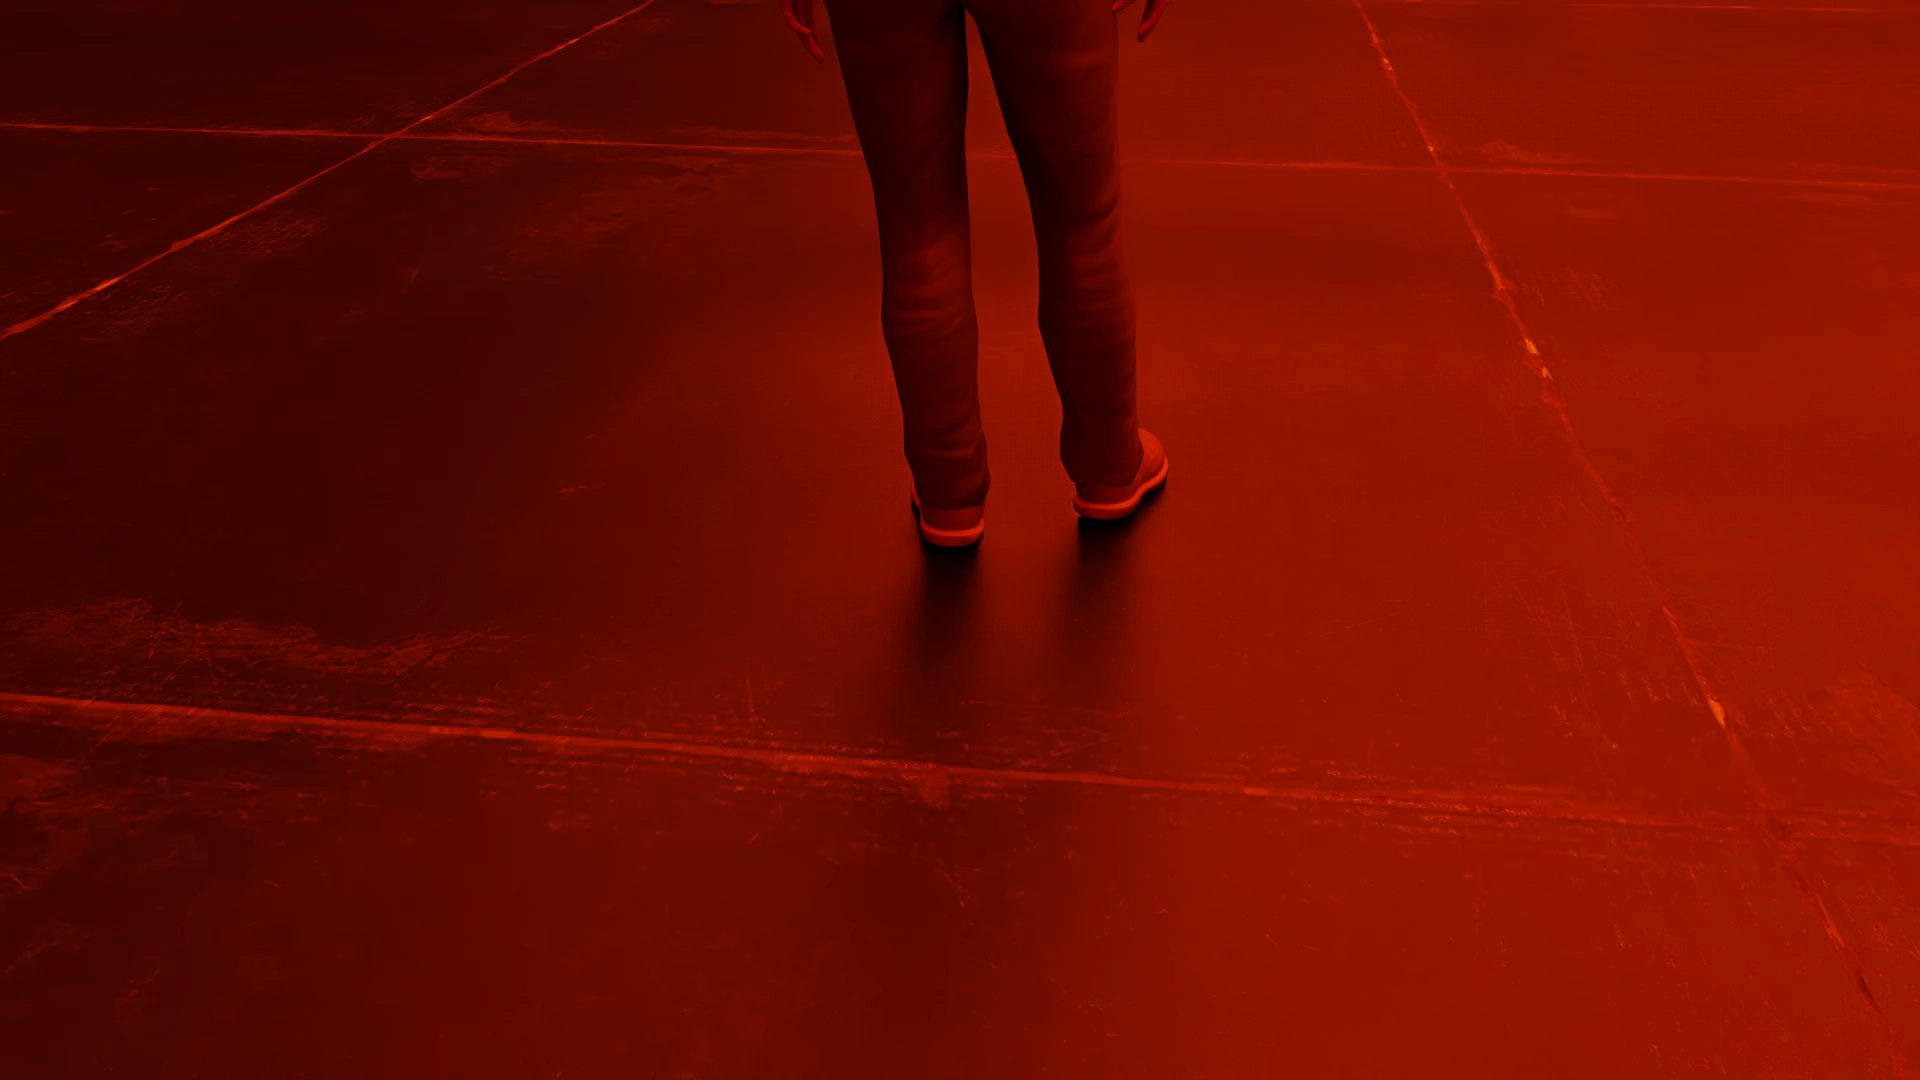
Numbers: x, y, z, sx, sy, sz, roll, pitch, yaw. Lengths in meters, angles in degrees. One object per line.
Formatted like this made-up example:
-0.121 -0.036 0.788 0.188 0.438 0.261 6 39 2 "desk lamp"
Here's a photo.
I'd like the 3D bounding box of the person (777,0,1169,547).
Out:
0.031 -0.785 2.203 0.569 1.656 0.503 3 27 7 "person"
